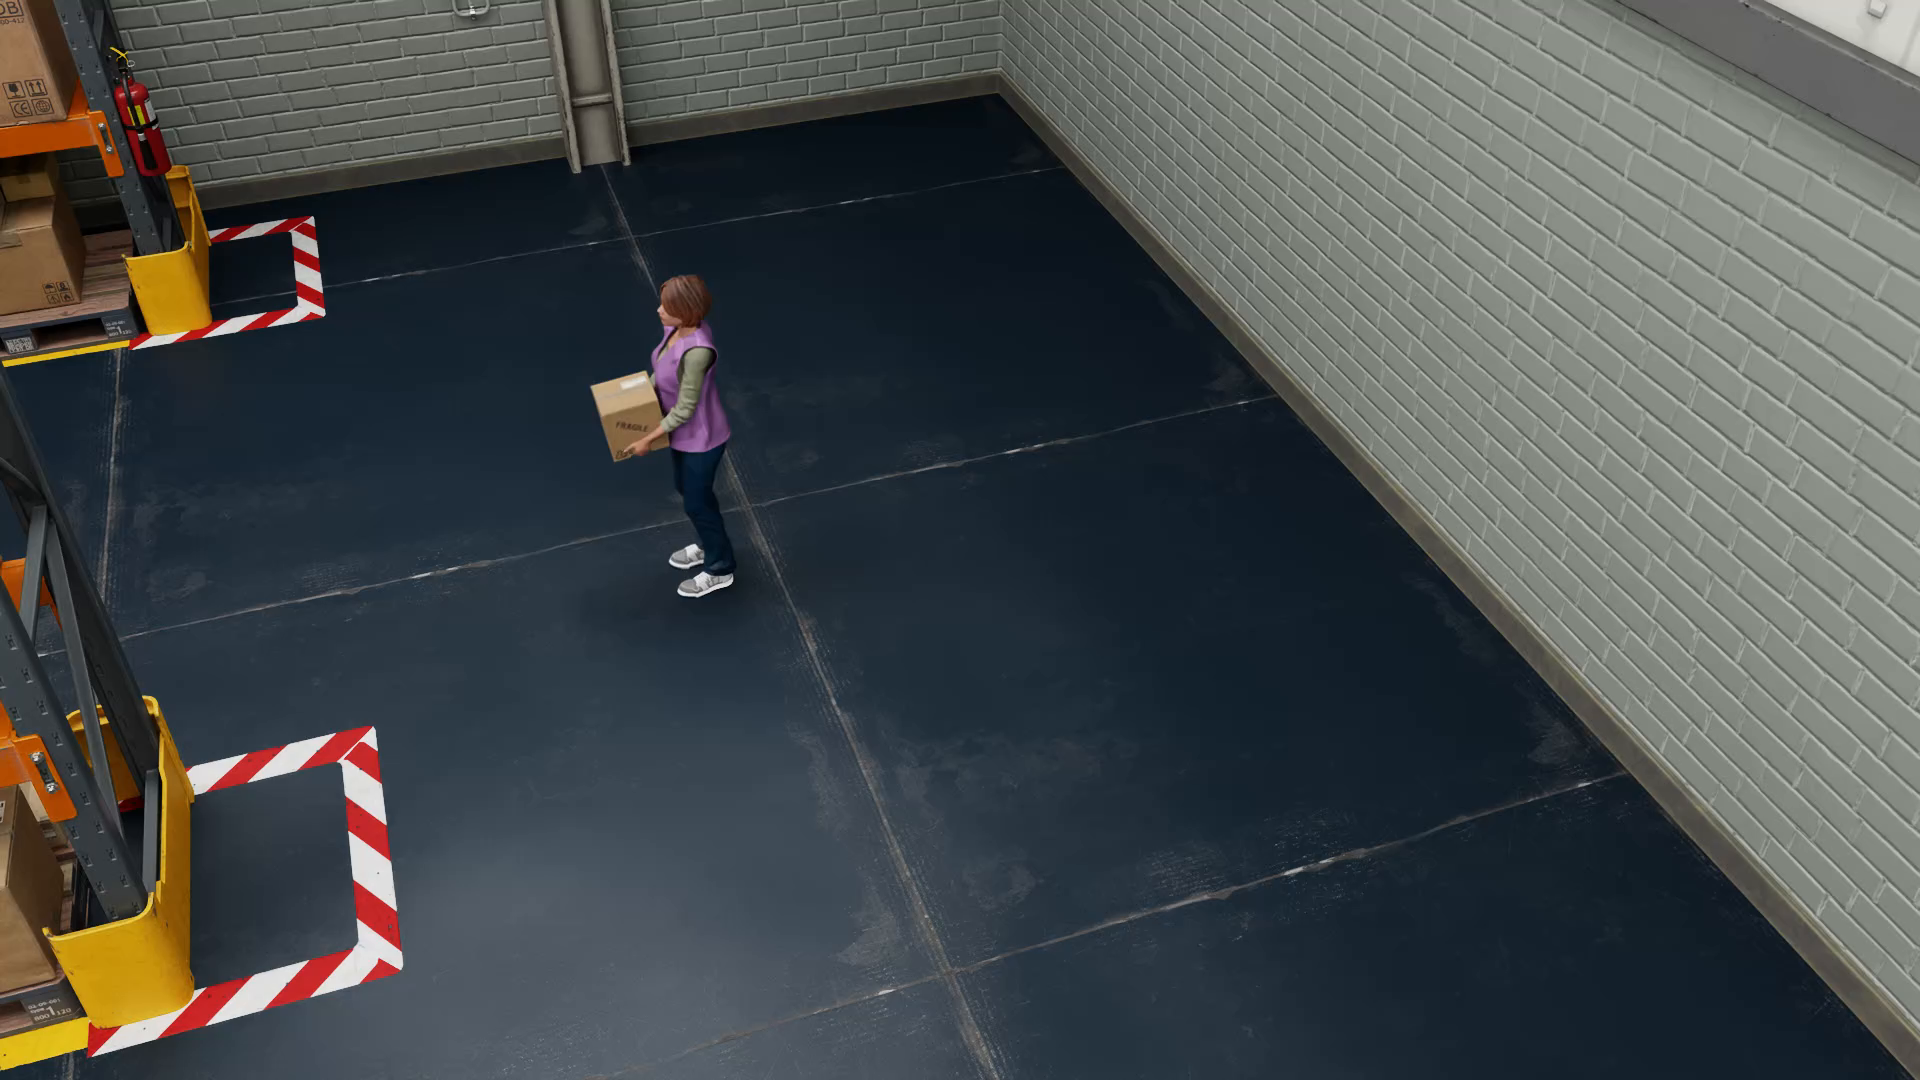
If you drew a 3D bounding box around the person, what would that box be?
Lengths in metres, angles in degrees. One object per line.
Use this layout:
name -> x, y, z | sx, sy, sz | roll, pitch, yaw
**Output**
person -> -1.261, -0.449, 7.356 | 0.489, 1.596, 0.425 | -13, 40, -16
